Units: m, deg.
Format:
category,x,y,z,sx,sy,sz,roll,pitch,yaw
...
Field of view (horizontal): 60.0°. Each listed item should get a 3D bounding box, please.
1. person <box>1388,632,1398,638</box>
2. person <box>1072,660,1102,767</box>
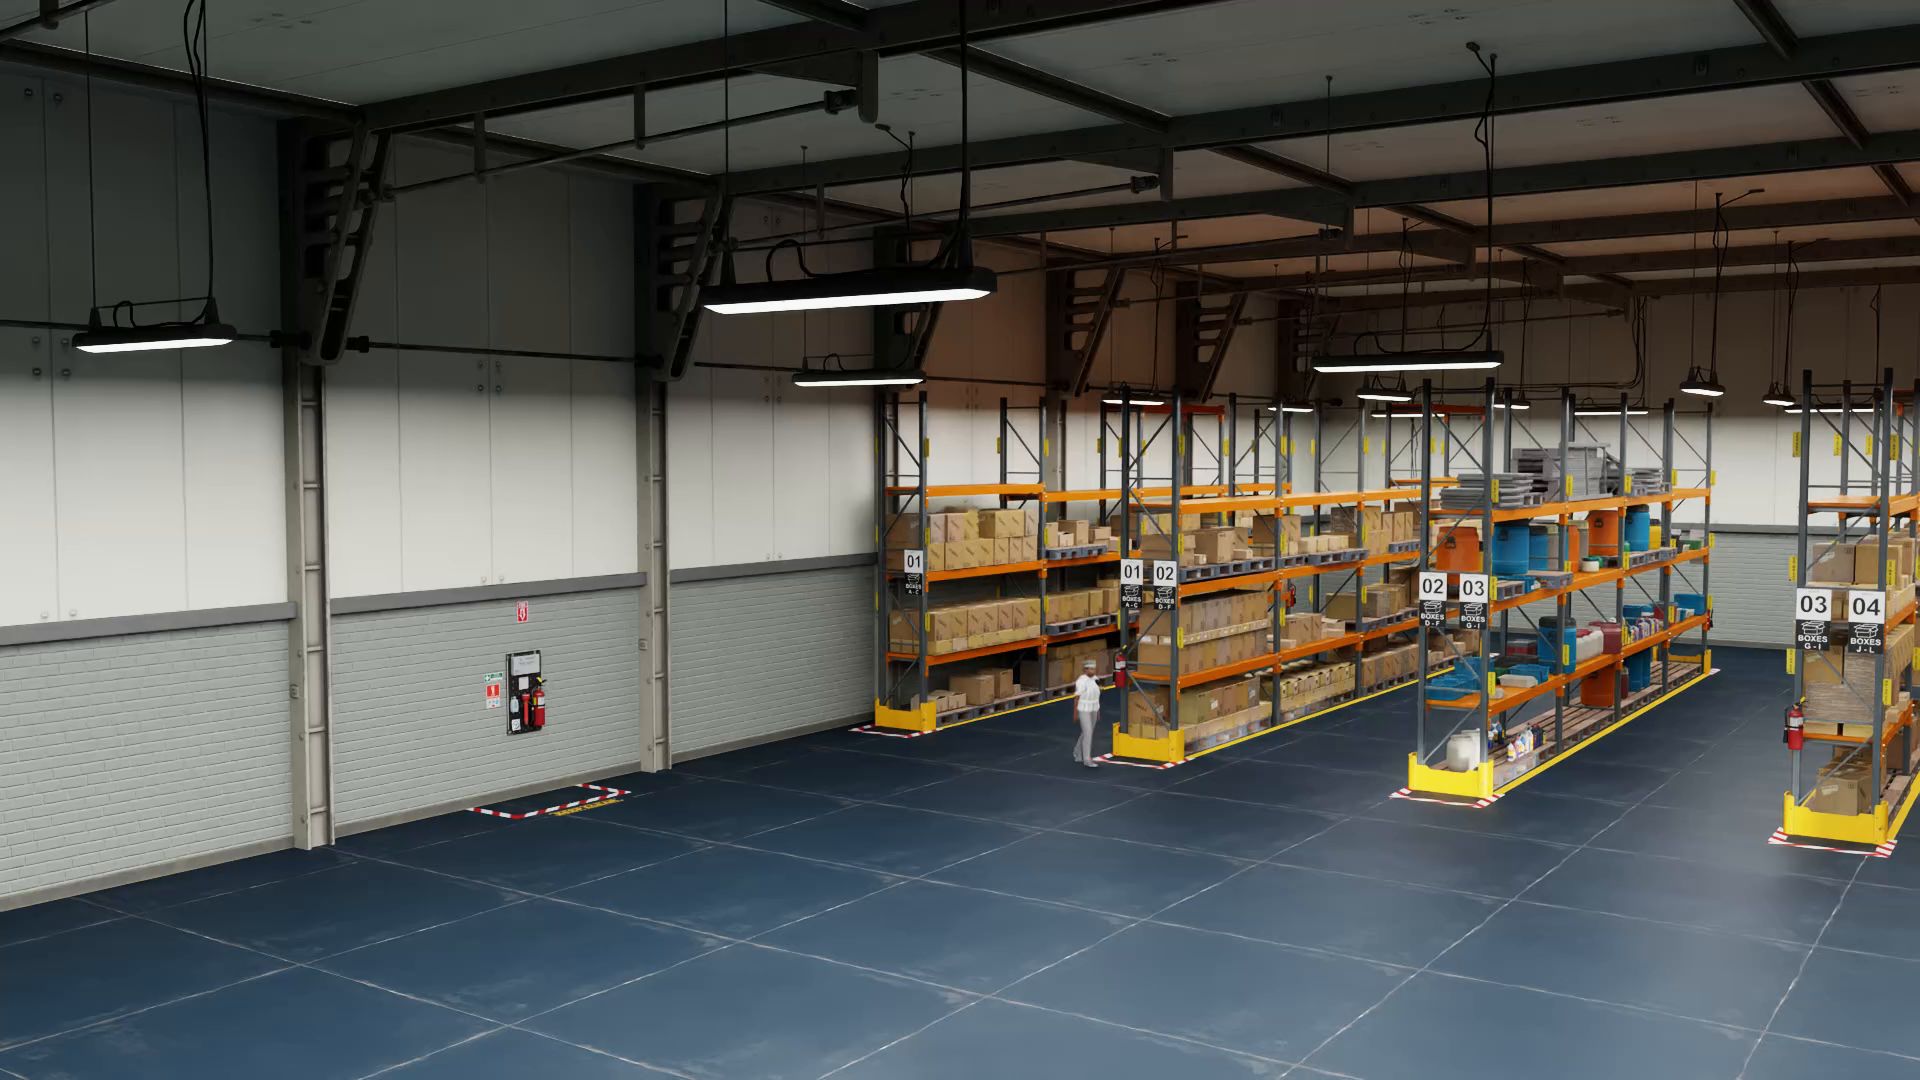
category,x,y,z,sx,sy,sz,roll,pitch,yaw
person,10.426,1.898,40.694,0.441,1.683,0.500,-1,3,-13
person,2.007,2.729,26.344,0.479,1.698,0.717,-3,4,-41
